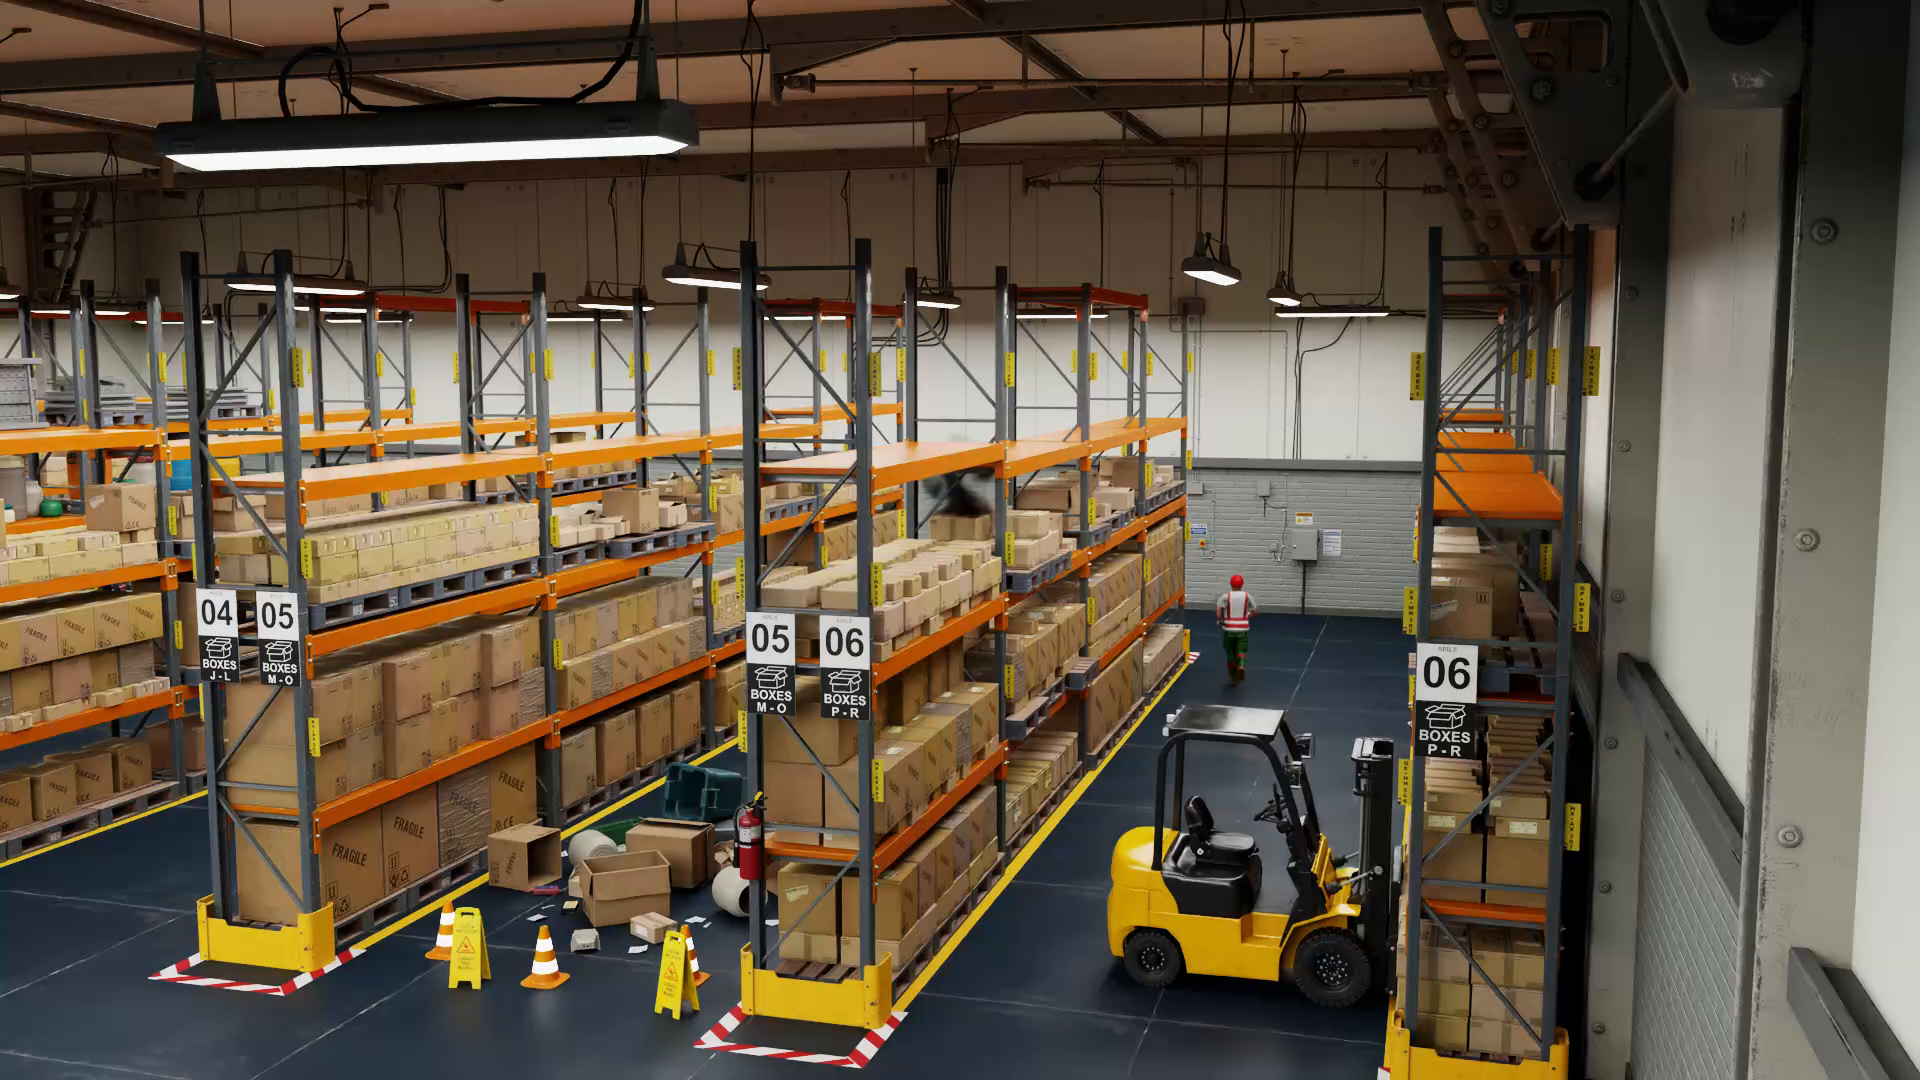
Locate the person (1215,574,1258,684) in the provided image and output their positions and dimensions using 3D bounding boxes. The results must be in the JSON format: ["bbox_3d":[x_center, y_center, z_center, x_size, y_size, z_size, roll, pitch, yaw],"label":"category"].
[{"bbox_3d":[4.273,1.410,25.787,0.657,1.772,0.869,1,6,5],"label":"person"}]
